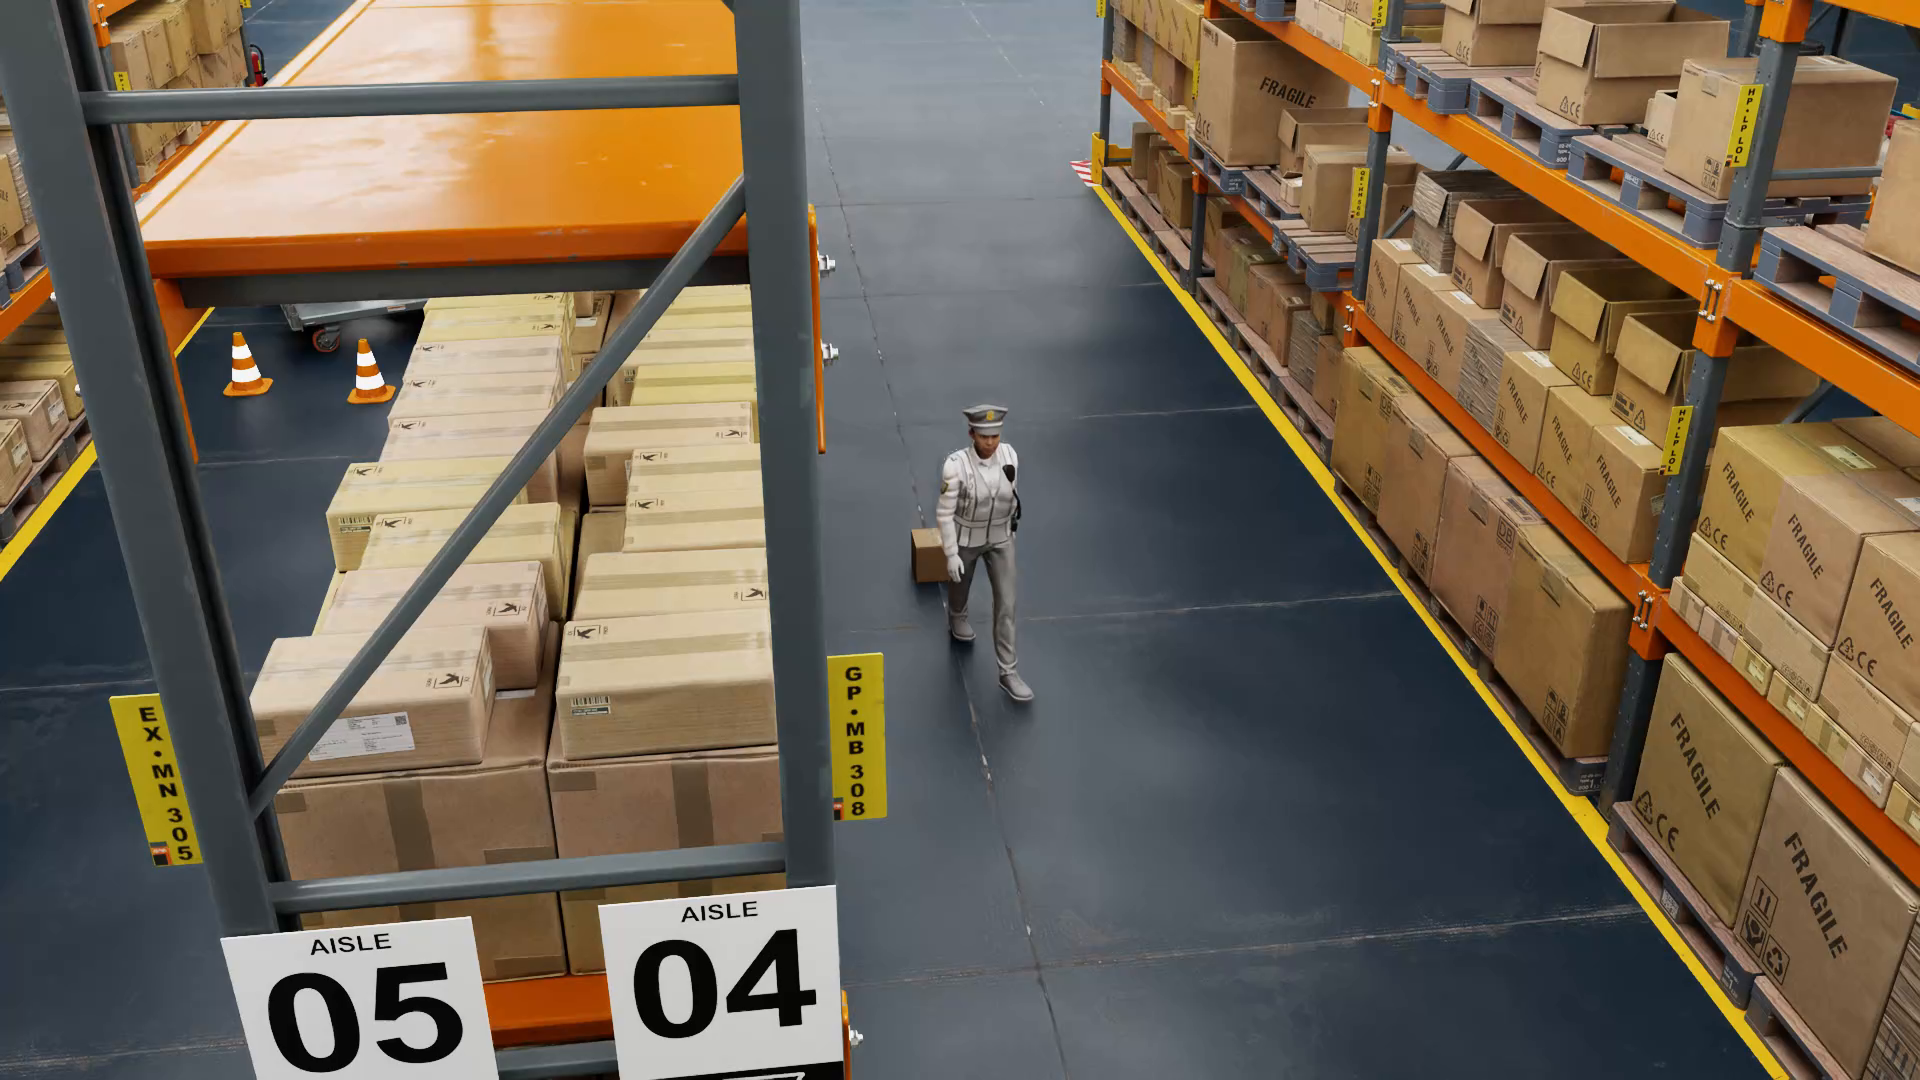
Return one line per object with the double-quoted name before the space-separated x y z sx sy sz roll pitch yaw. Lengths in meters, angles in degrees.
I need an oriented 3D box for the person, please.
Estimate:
"person" 0.115 -0.009 9.078 0.515 1.610 1.013 -7 28 -14
